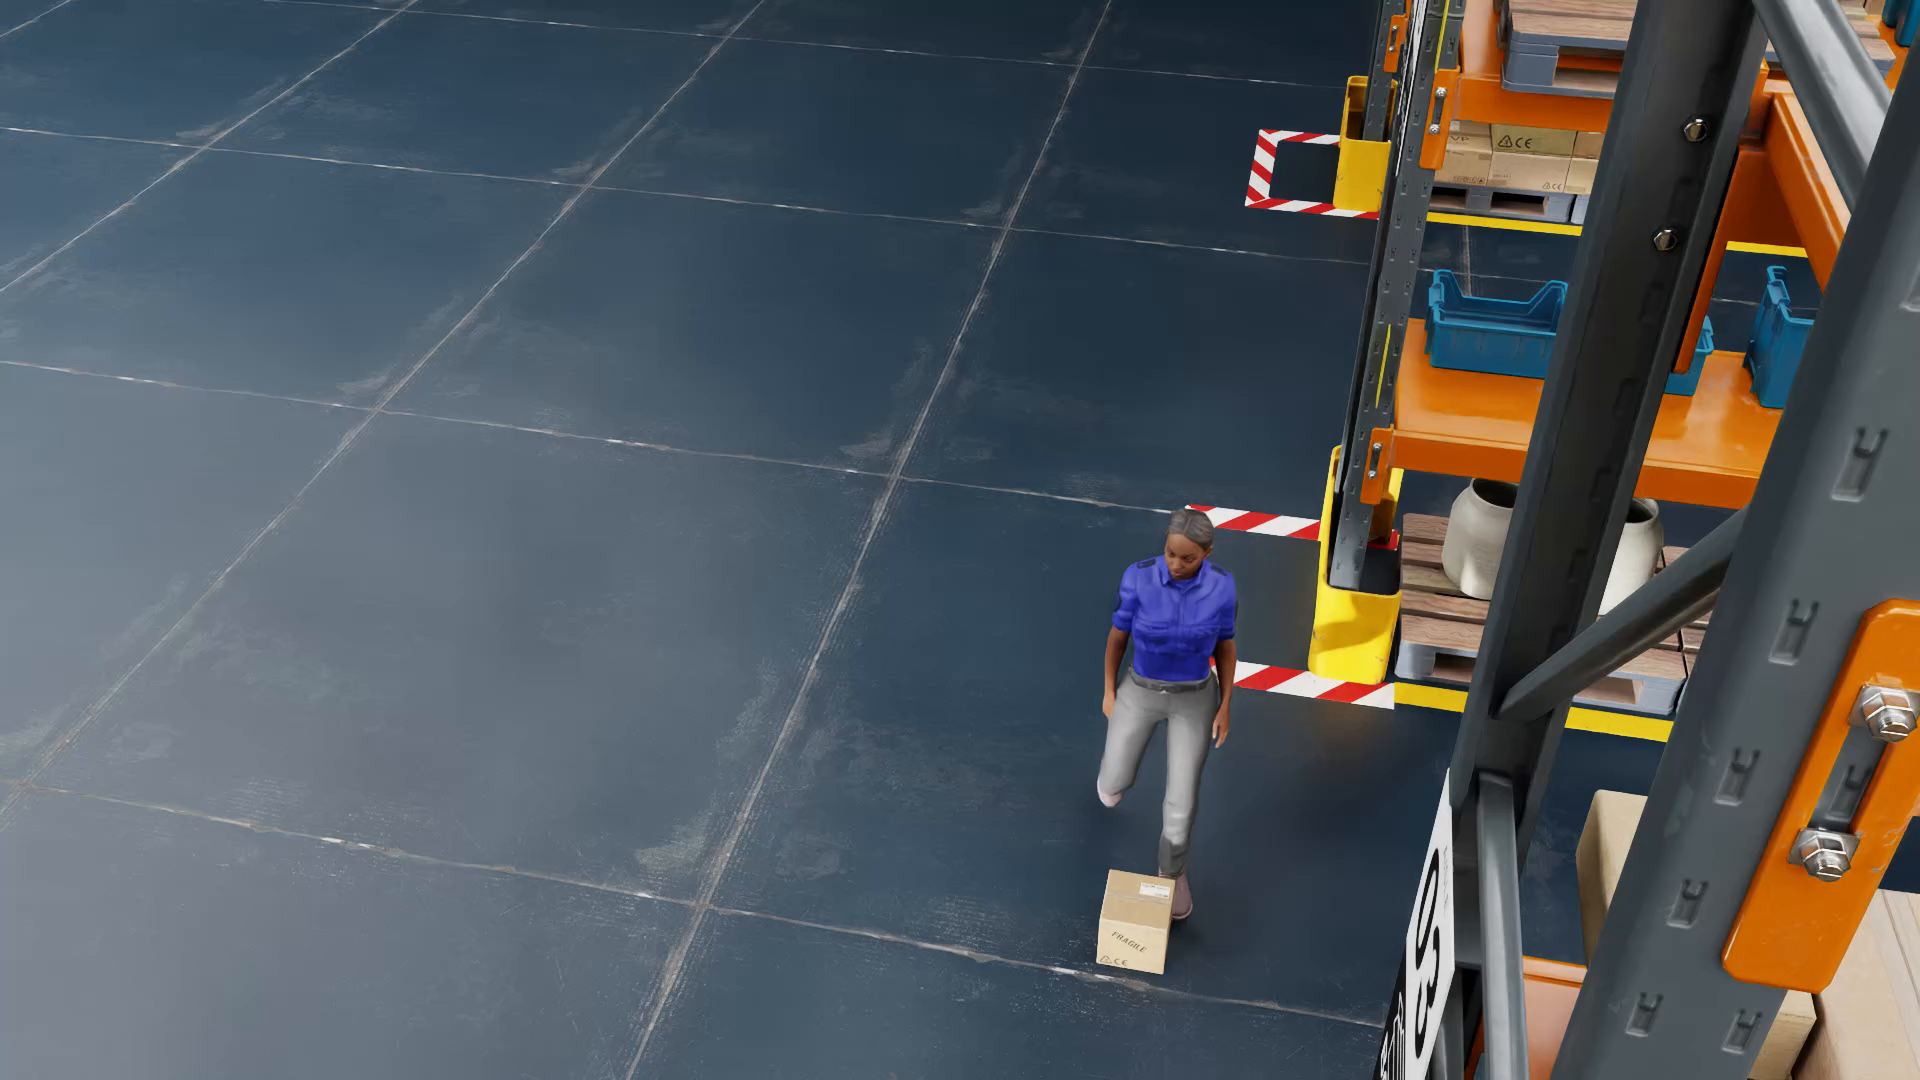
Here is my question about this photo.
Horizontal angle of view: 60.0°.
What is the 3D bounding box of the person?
[{"bbox_3d":[0.779,0.578,6.165,0.497,1.660,0.541,4,37,5],"label":"person"}]
